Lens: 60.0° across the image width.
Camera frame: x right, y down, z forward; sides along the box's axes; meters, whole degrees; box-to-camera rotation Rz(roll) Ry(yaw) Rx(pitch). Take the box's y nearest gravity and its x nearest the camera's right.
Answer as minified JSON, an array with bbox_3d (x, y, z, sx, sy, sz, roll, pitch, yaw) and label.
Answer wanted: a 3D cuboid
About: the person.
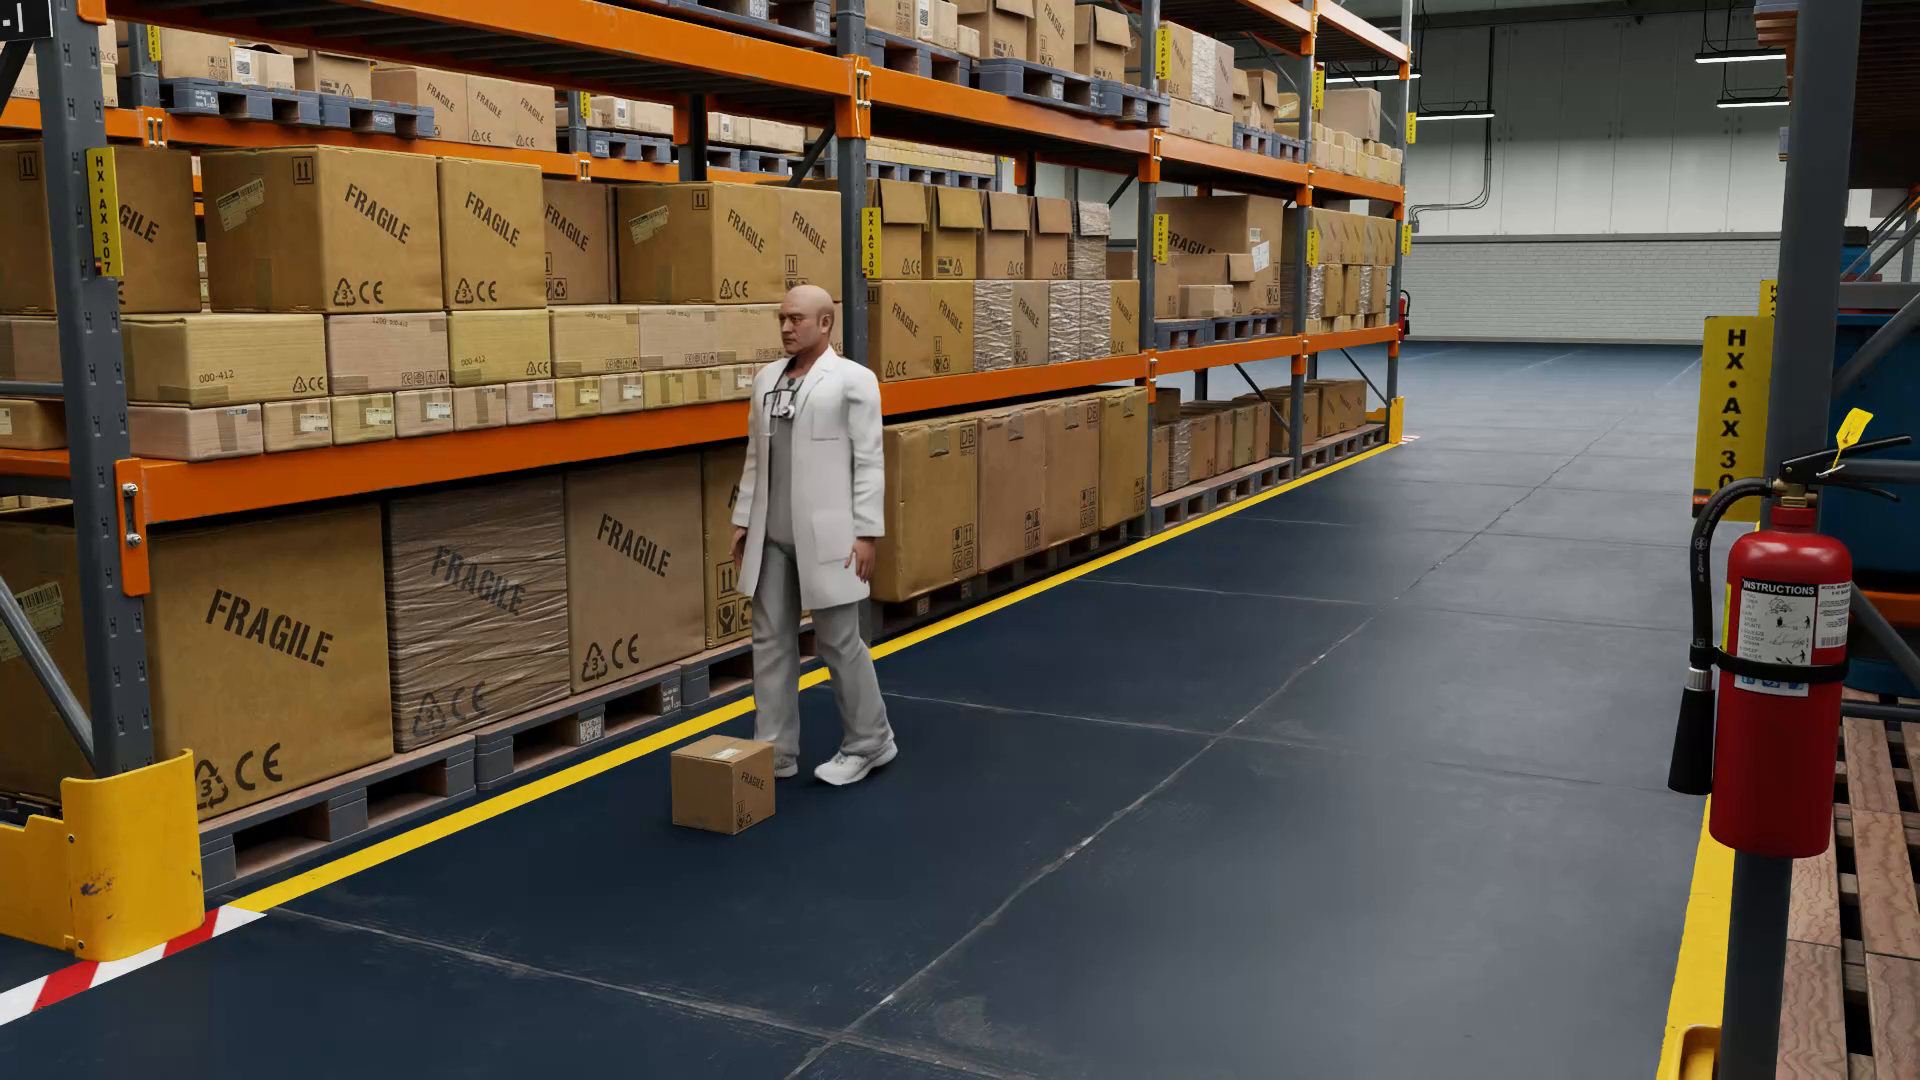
[{"bbox_3d":[-0.577,0.000,5.932,0.611,1.802,0.652,6,11,33],"label":"person"}]
